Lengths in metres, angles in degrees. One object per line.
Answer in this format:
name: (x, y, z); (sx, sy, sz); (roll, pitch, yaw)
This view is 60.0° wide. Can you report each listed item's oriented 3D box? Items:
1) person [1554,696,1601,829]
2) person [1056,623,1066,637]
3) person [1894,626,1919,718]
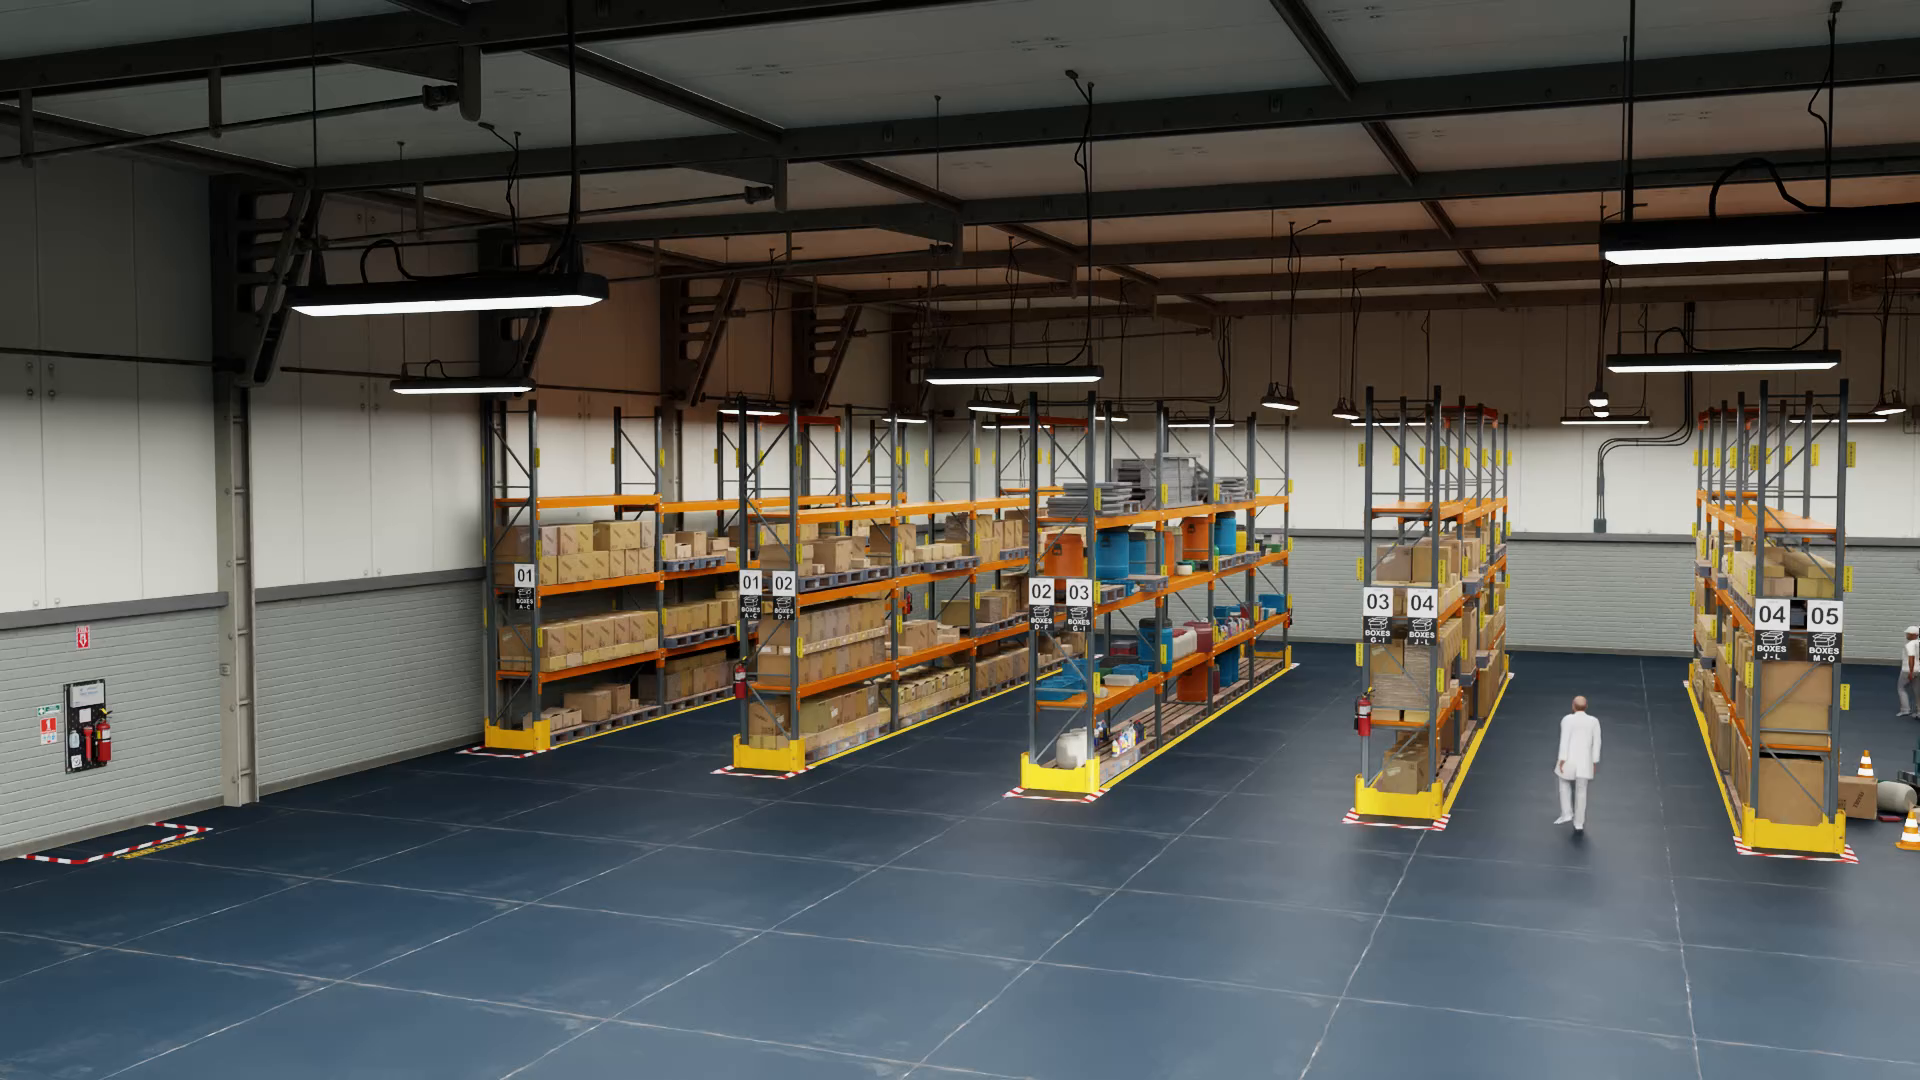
person: (8.360, 3.021, 22.456); (0.578, 1.814, 0.595); (1, 3, 13)
person: (3.004, 1.943, 45.180); (1.076, 1.671, 0.519); (3, 4, 42)
person: (18.384, 2.557, 31.963); (0.540, 1.787, 0.552); (0, 3, -5)
